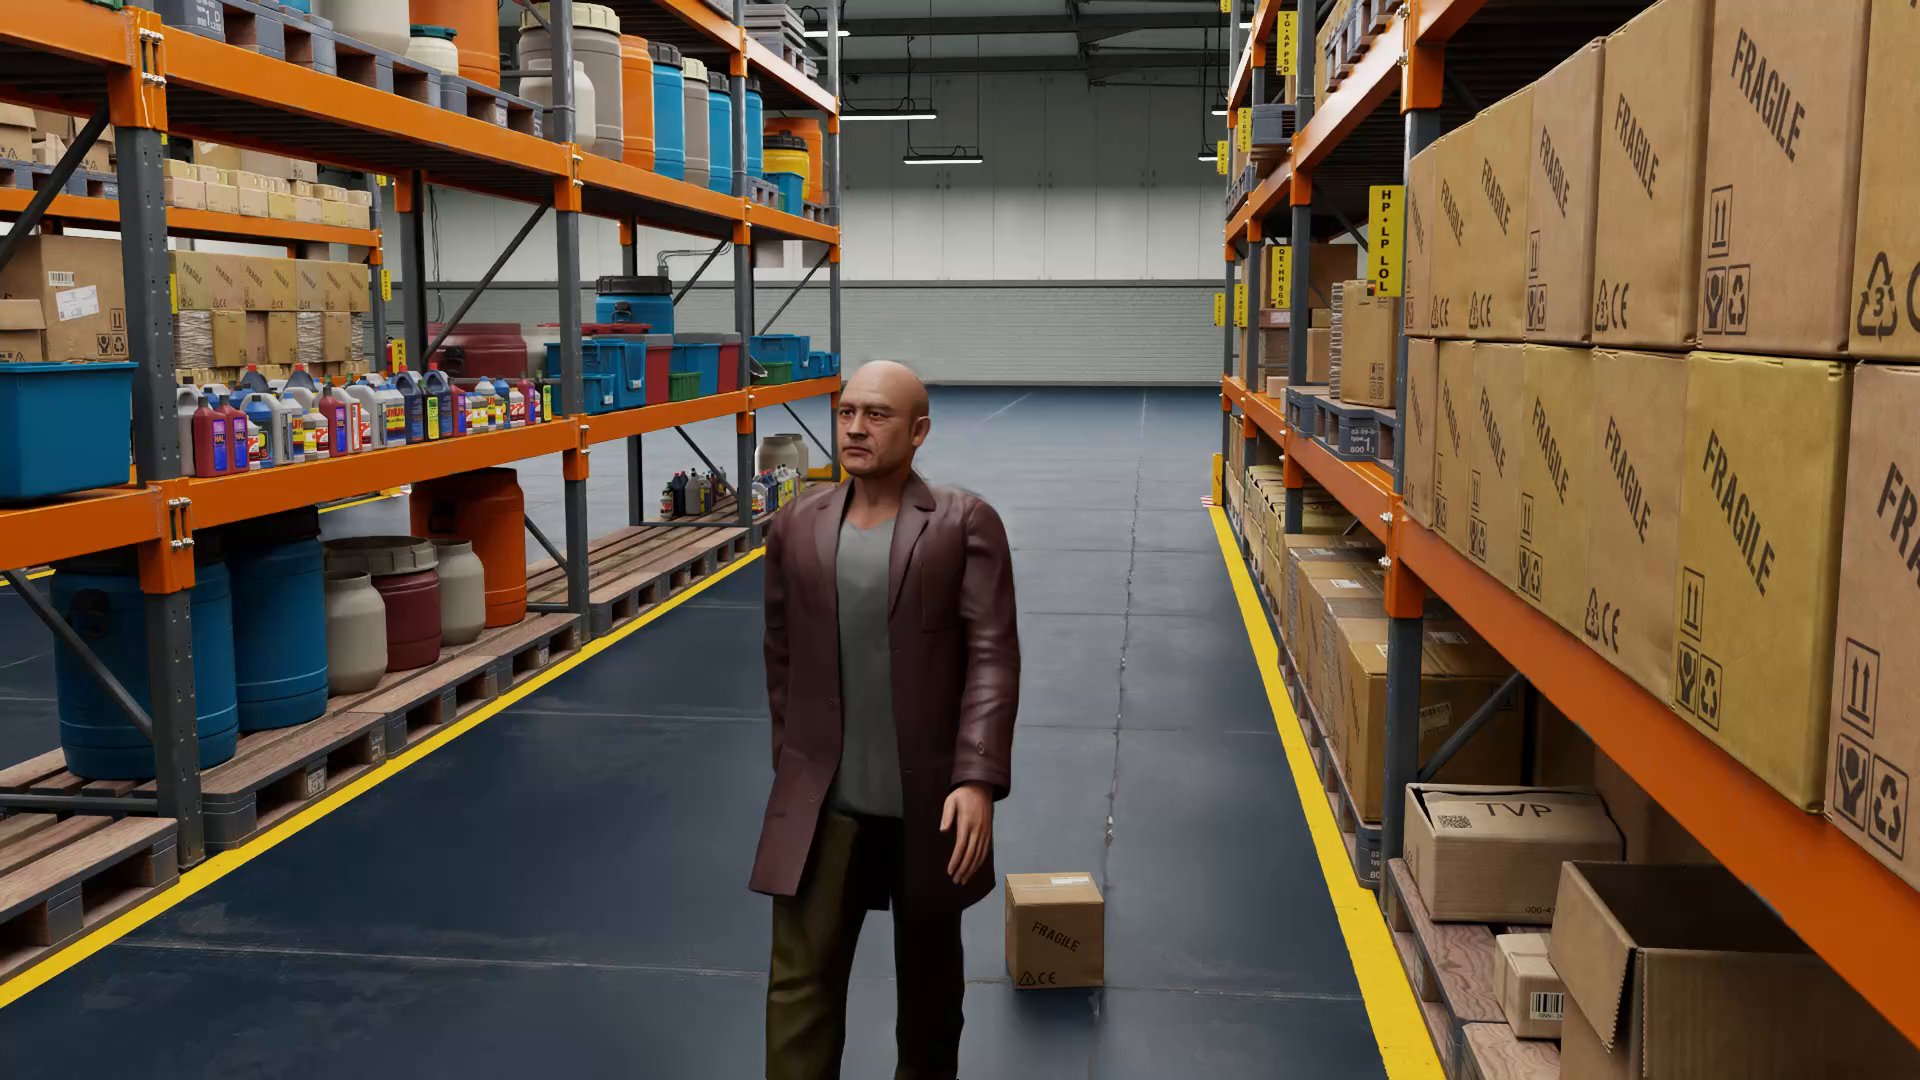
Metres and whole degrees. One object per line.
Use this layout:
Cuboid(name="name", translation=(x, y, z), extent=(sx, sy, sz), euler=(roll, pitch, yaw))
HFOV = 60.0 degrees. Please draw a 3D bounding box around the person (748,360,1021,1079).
Cuboid(name="person", translation=(-0.167, 0.511, 3.328), extent=(0.568, 1.725, 1.079), euler=(1, 7, 7))
